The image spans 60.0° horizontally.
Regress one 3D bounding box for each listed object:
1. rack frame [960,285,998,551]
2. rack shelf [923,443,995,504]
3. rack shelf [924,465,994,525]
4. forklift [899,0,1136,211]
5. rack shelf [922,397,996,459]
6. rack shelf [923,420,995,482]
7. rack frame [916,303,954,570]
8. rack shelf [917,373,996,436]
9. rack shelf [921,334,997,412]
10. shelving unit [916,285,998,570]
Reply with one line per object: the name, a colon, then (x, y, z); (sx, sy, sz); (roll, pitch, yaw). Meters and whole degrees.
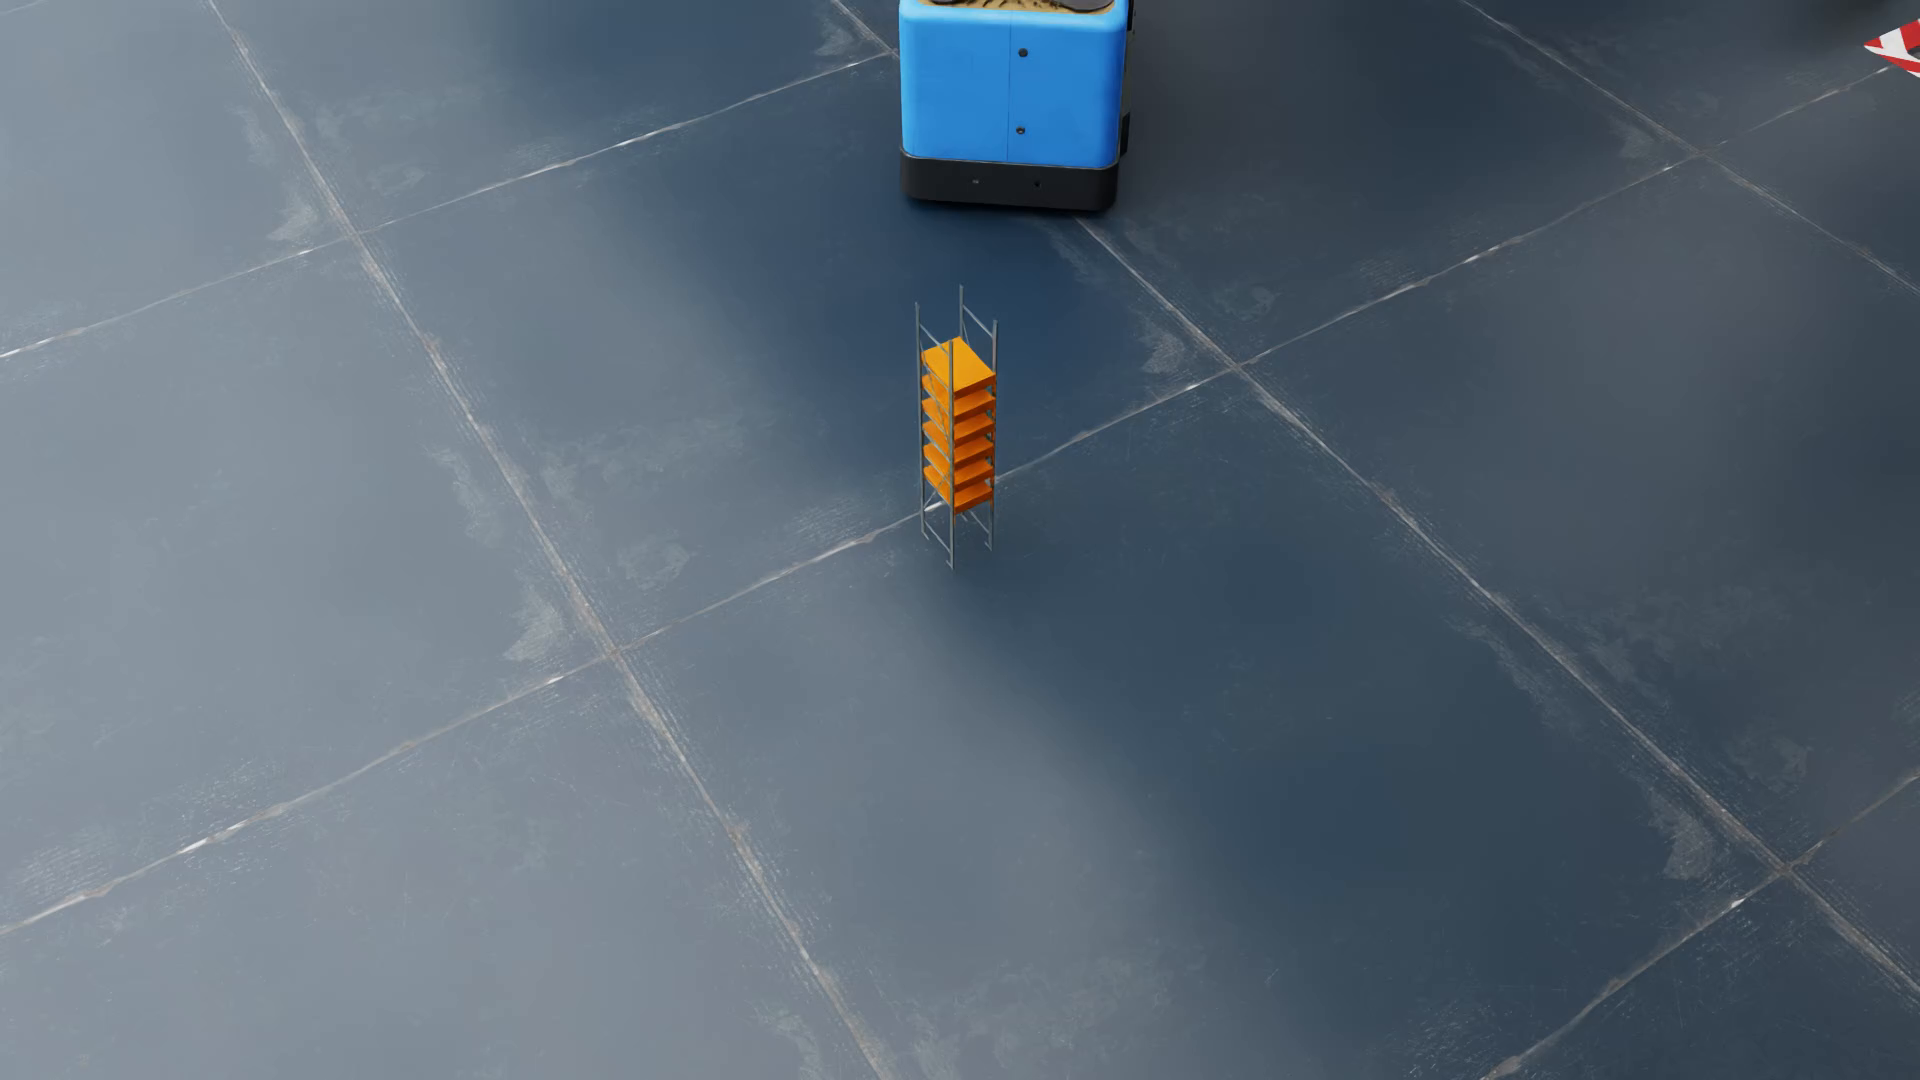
rack frame: (0.065, -0.430, 6.275); (0.006, 1.200, 0.240); (-25, 53, -21)
rack shelf: (-0.012, -0.284, 6.365); (0.180, 0.103, 0.258); (-25, 53, -21)
rack shelf: (-0.012, -0.204, 6.455); (0.180, 0.103, 0.258); (-25, 53, -21)
forklift: (0.383, -3.671, 8.002); (1.130, 2.935, 3.031); (5, 48, 4)
rack shelf: (-0.012, -0.444, 6.186); (0.180, 0.103, 0.258); (-25, 53, -21)
rack shelf: (-0.012, -0.364, 6.275); (0.180, 0.103, 0.258); (-25, 53, -21)
rack frame: (-0.090, -0.357, 6.210); (0.006, 1.200, 0.240); (-25, 53, -21)
rack shelf: (-0.012, -0.523, 6.096); (0.180, 0.103, 0.258); (-25, 53, -21)
rack shelf: (-0.012, -0.603, 6.006); (0.180, 0.103, 0.258); (-25, 53, -21)
shelving unit: (-0.012, -0.393, 6.242); (0.189, 1.200, 0.258); (-25, 53, -21)
